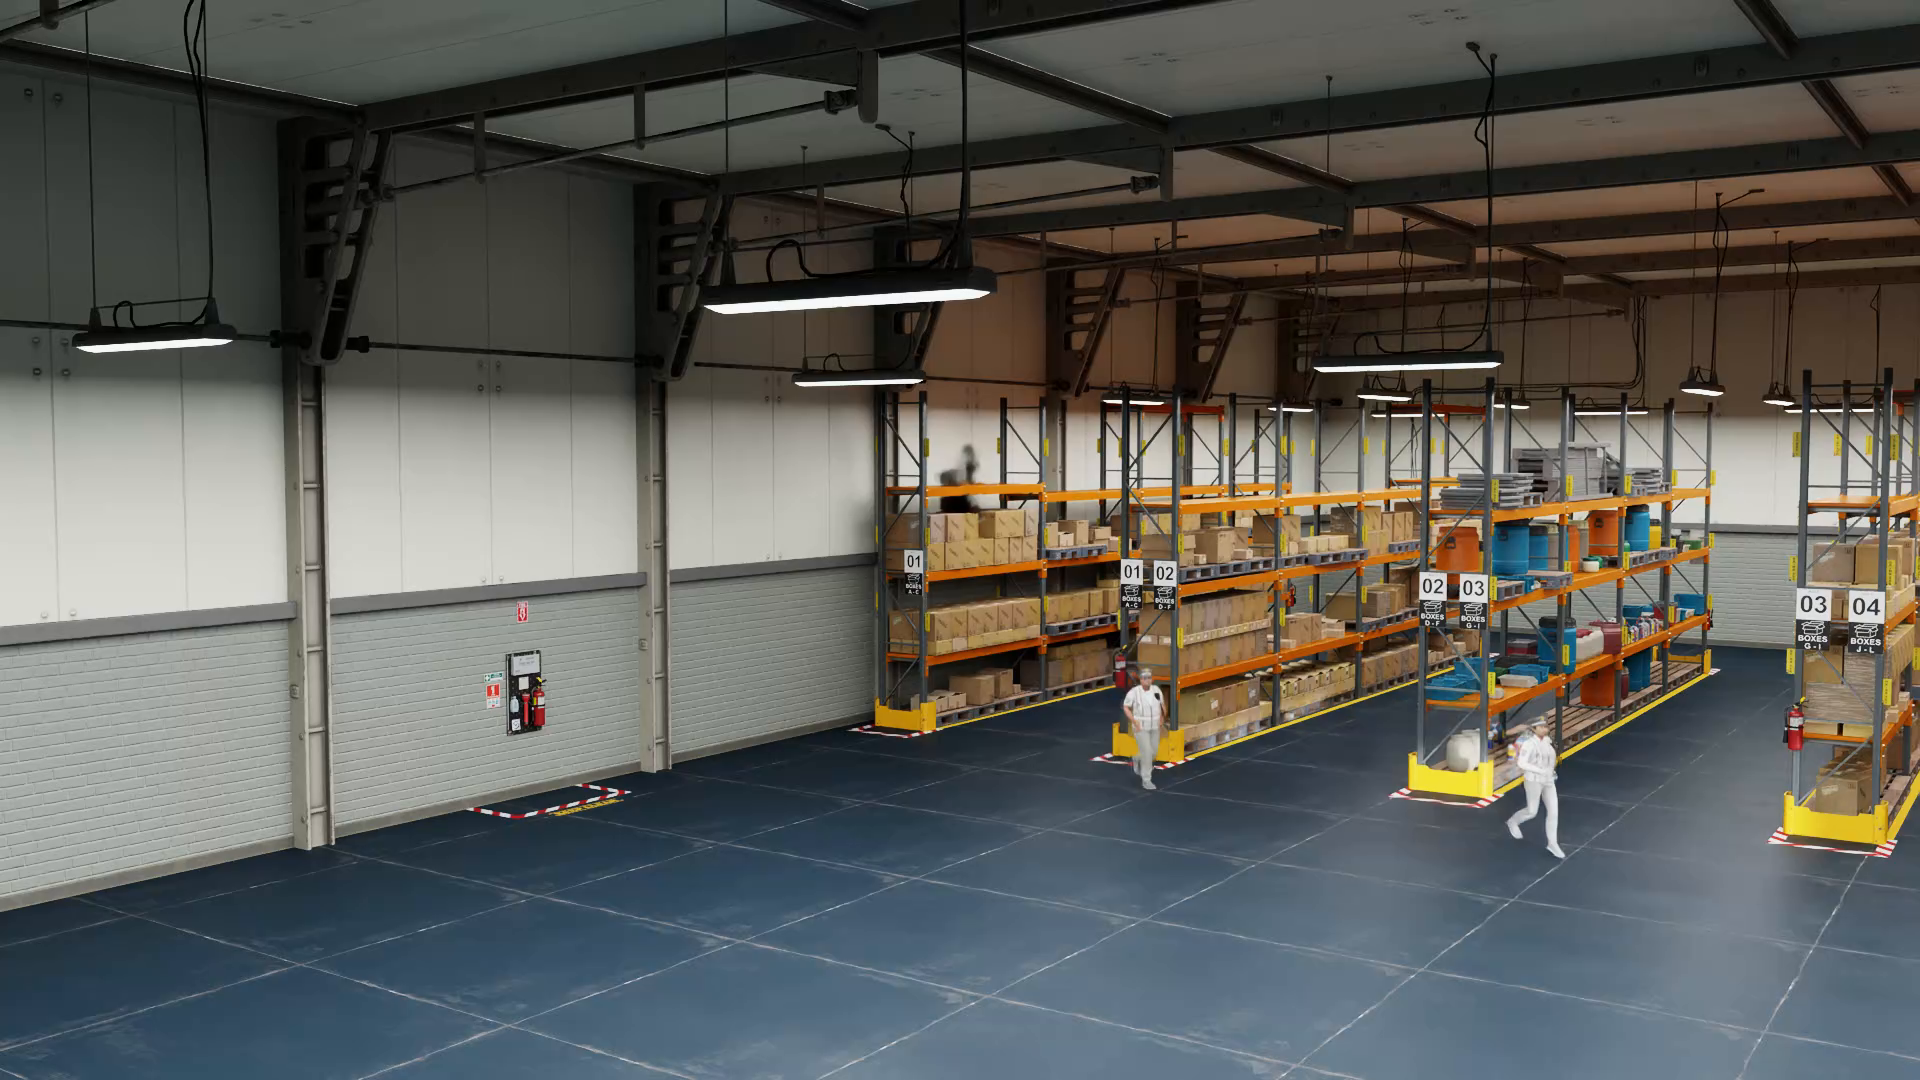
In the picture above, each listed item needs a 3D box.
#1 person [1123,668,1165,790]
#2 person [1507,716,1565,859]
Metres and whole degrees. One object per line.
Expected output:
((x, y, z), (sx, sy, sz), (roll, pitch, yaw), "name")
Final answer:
((2.730, 2.756, 24.581), (0.659, 1.777, 0.758), (-1, 3, -19), "person")
((7.173, 3.013, 20.633), (0.626, 1.706, 0.921), (-1, 3, -22), "person")
